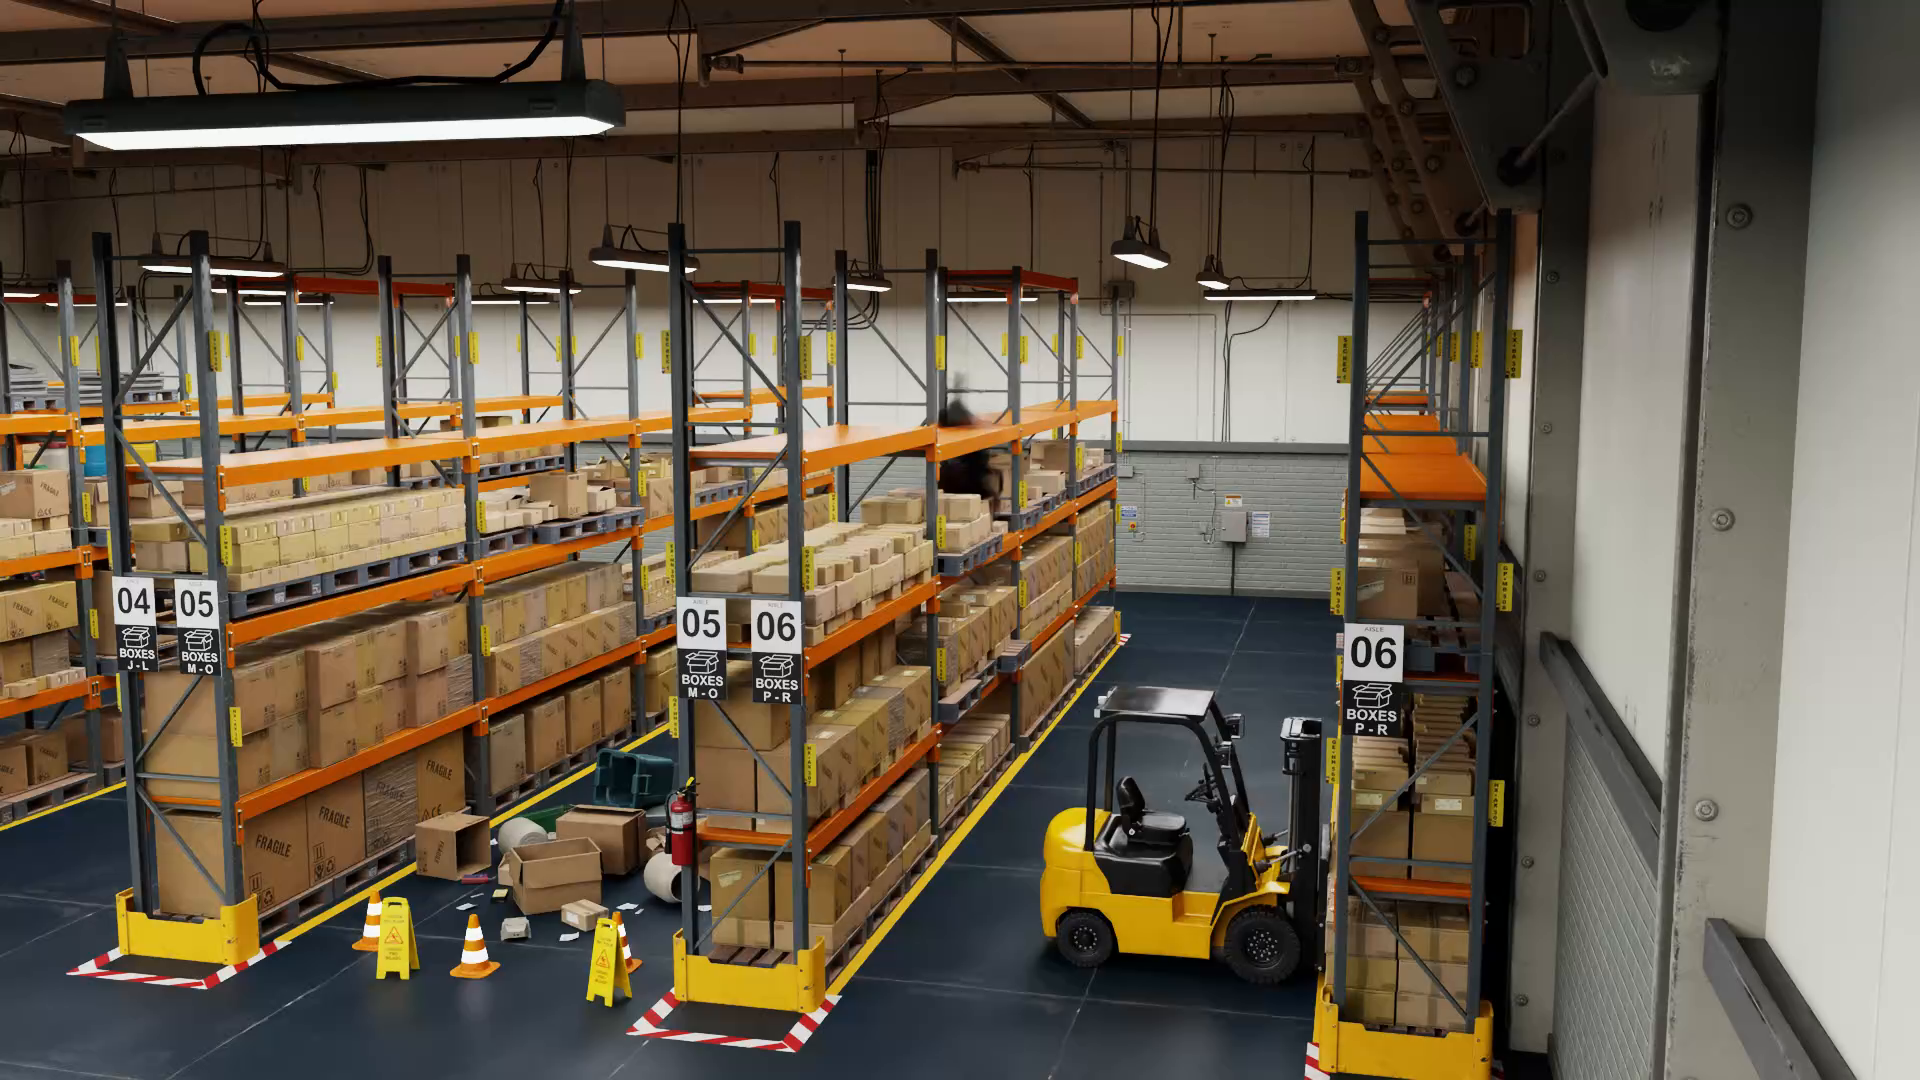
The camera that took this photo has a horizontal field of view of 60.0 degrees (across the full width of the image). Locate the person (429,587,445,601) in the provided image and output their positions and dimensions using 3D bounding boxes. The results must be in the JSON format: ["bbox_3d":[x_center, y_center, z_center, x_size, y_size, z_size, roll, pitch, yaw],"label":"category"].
[{"bbox_3d":[-7.305,1.453,23.247,0.640,1.750,0.604,1,7,8],"label":"person"}]
